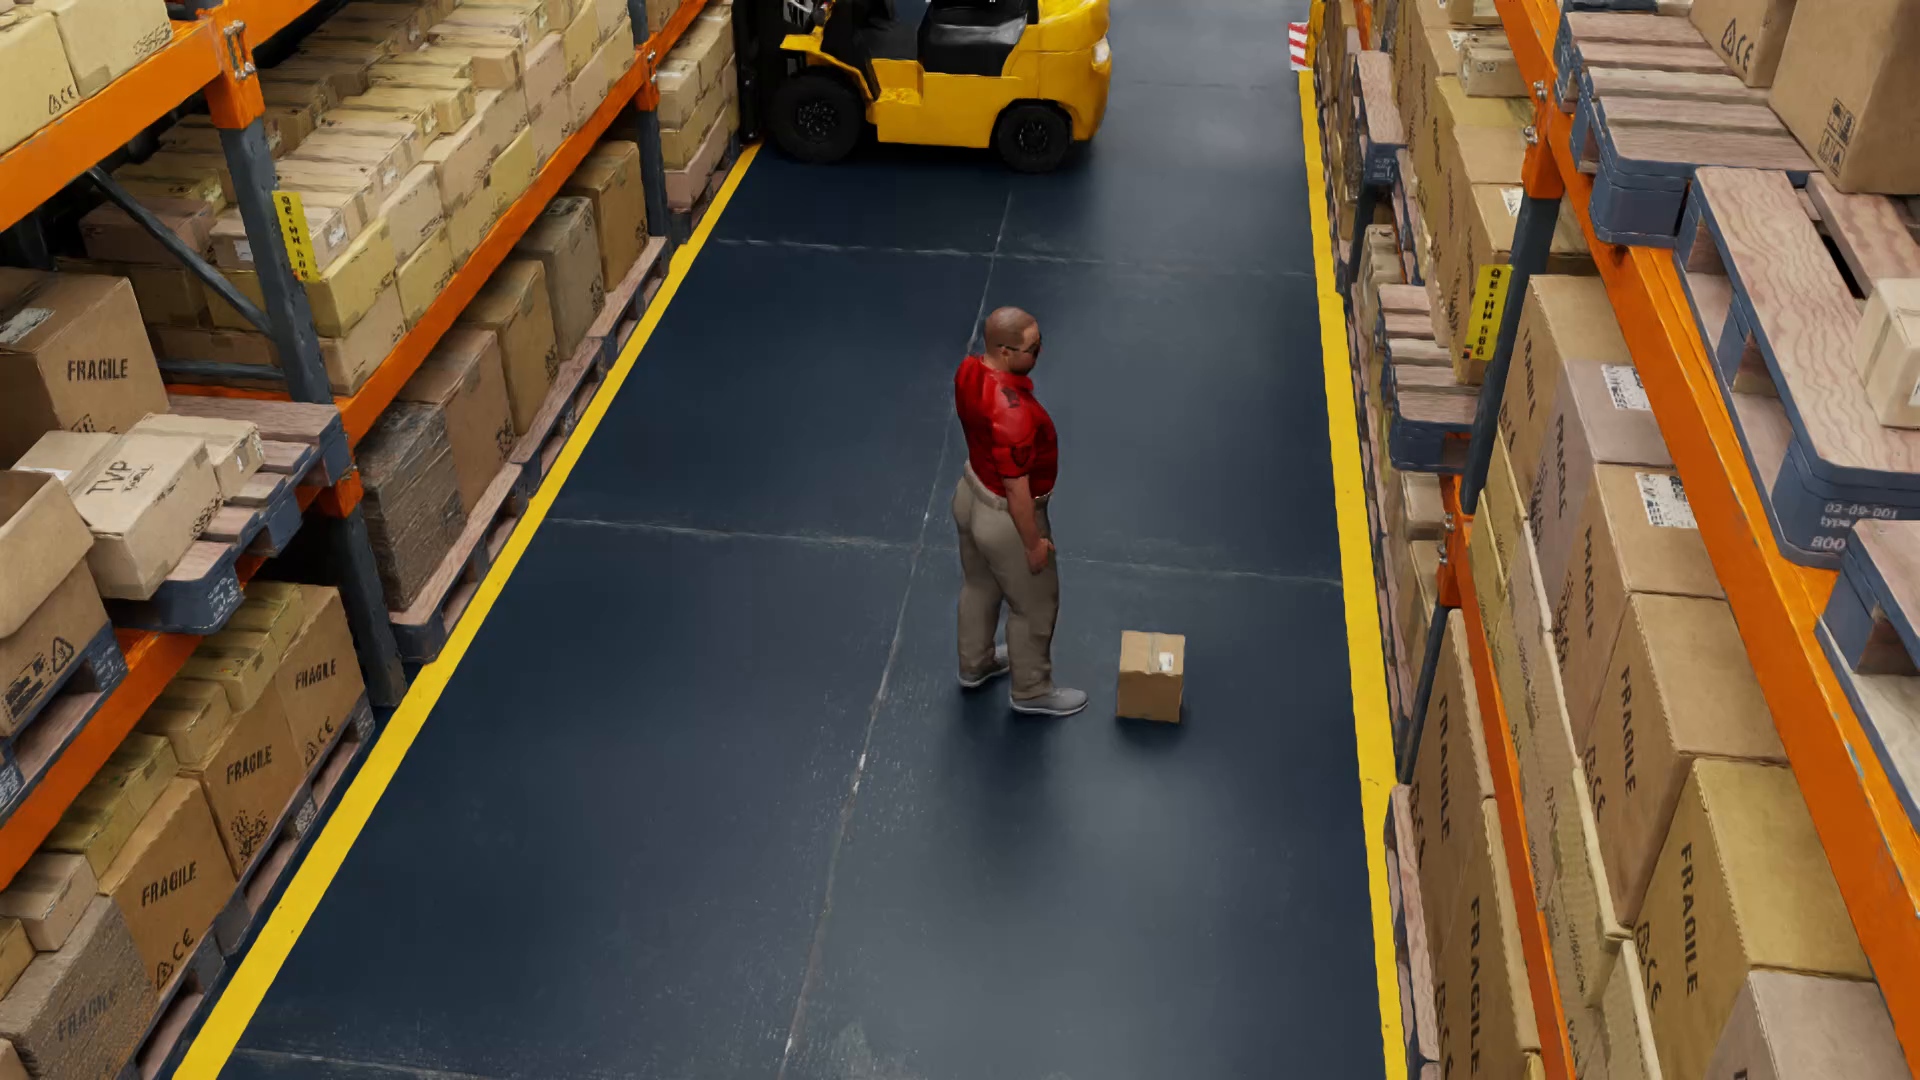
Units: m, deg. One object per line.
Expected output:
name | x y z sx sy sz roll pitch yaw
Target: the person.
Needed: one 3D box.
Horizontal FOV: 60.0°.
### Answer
person | 0.221 -0.108 6.298 0.469 1.754 0.568 -15 38 -19
